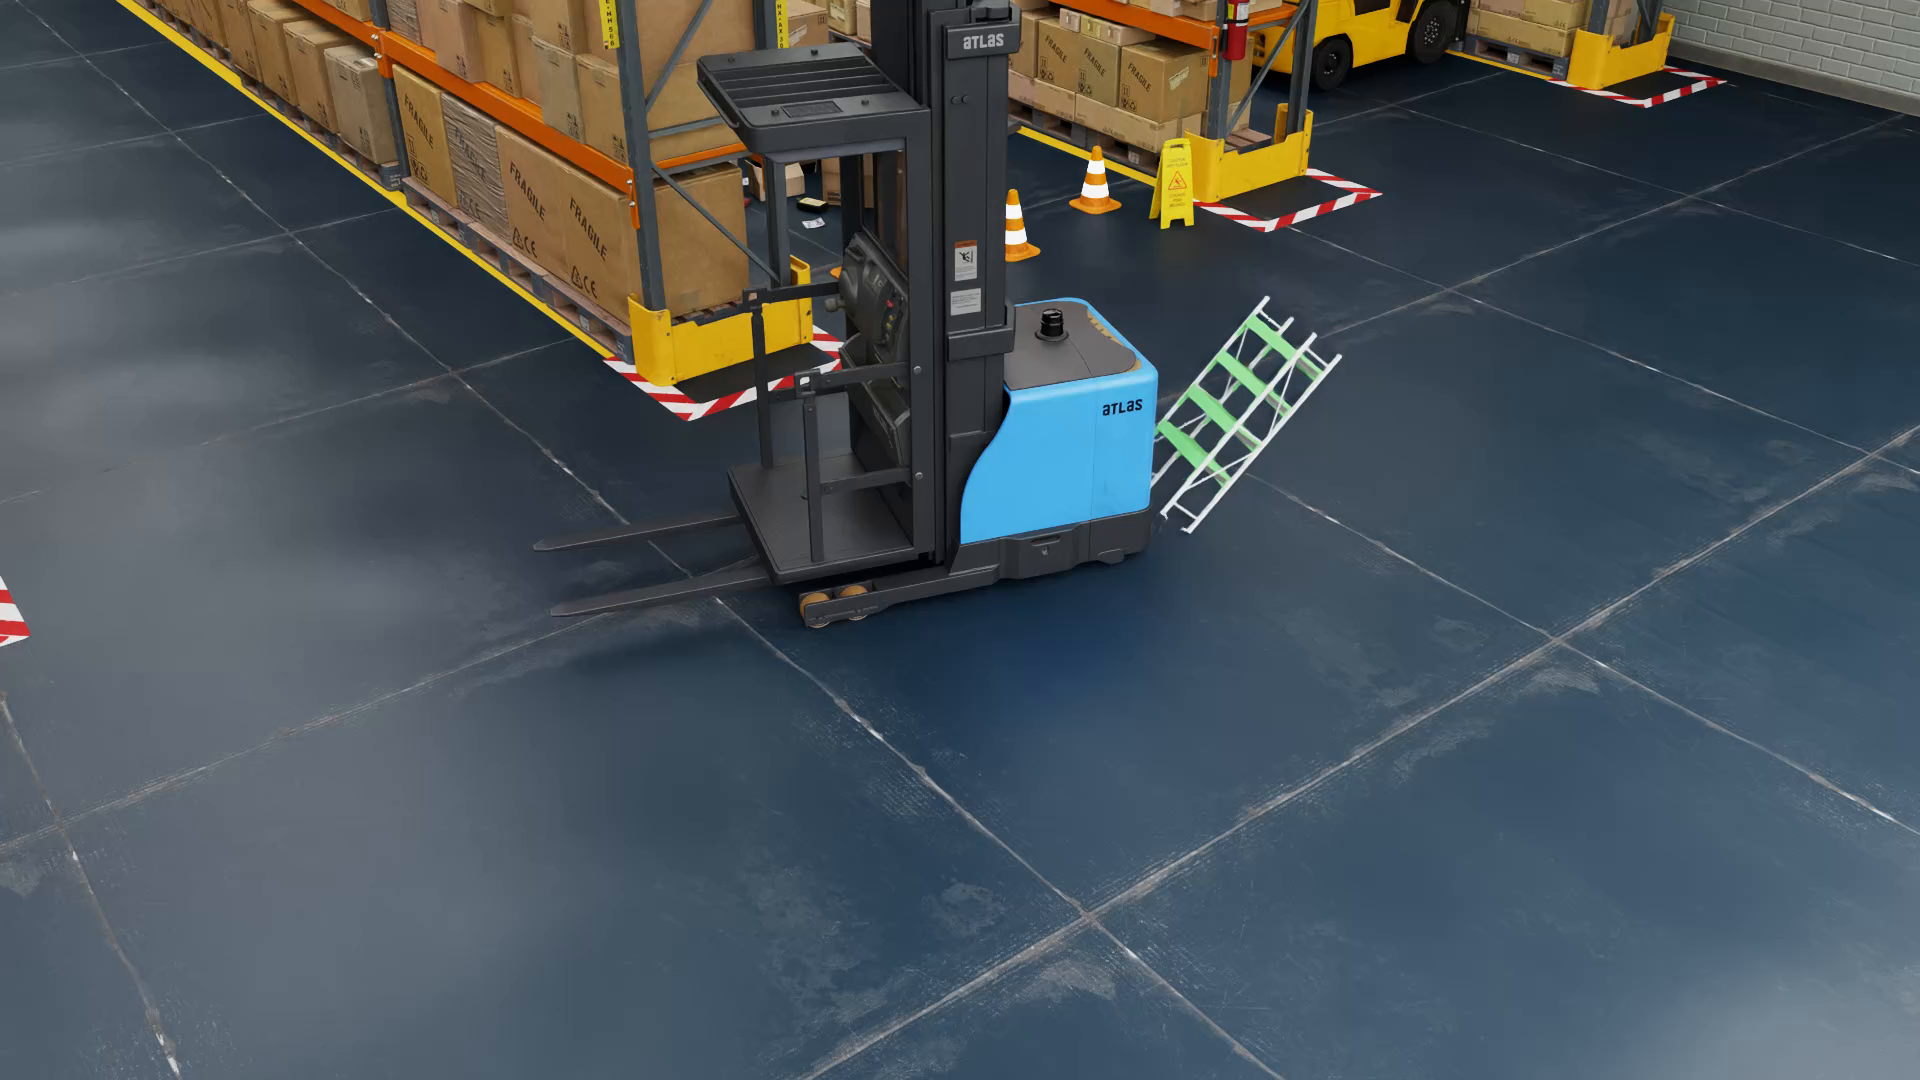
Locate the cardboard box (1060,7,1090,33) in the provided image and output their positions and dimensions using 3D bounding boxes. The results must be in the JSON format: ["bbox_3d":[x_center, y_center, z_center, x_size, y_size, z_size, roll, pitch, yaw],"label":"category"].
[{"bbox_3d":[1.048,-4.322,13.748,0.380,0.149,0.250,-21,37,-29],"label":"cardboard box"}]

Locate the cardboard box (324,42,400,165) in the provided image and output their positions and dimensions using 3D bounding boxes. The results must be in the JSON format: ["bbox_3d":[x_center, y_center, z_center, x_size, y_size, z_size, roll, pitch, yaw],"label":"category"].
[{"bbox_3d":[-4.418,-3.596,13.431,1.050,0.750,0.750,-22,38,-32],"label":"cardboard box"}]

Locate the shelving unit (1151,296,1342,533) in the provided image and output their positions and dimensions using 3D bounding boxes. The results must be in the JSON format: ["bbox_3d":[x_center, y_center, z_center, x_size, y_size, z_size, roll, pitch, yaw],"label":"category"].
[{"bbox_3d":[1.417,-0.664,8.785,0.258,1.200,0.503,31,15,-35],"label":"shelving unit"}]

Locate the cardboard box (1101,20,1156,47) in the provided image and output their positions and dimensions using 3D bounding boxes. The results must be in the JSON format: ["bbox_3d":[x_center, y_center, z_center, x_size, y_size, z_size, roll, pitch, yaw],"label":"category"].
[{"bbox_3d":[1.360,-4.106,13.400,0.380,0.149,0.250,-21,38,-30],"label":"cardboard box"}]

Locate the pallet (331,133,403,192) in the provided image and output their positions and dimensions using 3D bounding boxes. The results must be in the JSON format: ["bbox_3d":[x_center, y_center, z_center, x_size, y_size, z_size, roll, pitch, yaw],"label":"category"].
[{"bbox_3d":[-4.499,-3.256,13.793,1.003,0.211,1.213,-22,38,-31],"label":"pallet"}]

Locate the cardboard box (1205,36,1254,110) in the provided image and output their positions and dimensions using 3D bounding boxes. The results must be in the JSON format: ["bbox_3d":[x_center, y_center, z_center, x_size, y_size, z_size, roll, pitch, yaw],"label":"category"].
[{"bbox_3d":[2.044,-3.885,13.659,0.500,0.500,0.500,-24,39,-33],"label":"cardboard box"}]

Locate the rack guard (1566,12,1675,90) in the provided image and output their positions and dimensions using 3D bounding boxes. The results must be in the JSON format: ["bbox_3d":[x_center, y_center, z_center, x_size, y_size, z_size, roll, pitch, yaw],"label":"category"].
[{"bbox_3d":[6.268,-4.656,15.773,1.175,0.500,0.348,-22,38,-31],"label":"rack guard"}]

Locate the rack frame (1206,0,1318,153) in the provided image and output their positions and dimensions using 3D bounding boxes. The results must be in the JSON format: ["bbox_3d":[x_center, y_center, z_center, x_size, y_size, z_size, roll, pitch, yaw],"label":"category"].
[{"bbox_3d":[2.335,-4.120,12.541,1.000,3.000,0.127,-22,38,-31],"label":"rack frame"}]

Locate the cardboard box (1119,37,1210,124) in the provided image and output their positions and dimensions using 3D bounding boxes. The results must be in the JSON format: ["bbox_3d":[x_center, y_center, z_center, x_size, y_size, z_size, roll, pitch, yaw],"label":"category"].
[{"bbox_3d":[1.638,-3.699,13.360,0.500,0.500,0.500,-22,38,-31],"label":"cardboard box"}]

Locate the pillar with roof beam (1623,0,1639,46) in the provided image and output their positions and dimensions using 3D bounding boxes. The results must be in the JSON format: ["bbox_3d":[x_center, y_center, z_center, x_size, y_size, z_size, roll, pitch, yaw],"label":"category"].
[{"bbox_3d":[3.138,-7.465,12.241,9.100,9.000,0.400,-22,38,-31],"label":"pillar with roof beam"}]

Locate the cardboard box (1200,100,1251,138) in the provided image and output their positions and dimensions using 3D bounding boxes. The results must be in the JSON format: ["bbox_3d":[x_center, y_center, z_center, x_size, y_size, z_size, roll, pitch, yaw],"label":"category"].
[{"bbox_3d":[2.059,-3.556,13.841,0.500,0.250,0.500,-23,38,-32],"label":"cardboard box"}]

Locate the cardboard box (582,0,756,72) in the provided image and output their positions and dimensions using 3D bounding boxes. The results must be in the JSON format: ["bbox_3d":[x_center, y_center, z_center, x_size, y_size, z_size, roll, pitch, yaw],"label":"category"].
[{"bbox_3d":[-1.710,-3.166,9.839,0.875,0.550,0.550,-22,38,-31],"label":"cardboard box"}]

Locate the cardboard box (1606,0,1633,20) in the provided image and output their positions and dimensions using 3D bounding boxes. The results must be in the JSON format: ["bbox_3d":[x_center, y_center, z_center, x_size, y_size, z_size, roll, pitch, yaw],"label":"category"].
[{"bbox_3d":[6.129,-5.214,16.036,0.500,0.250,0.500,-21,38,-31],"label":"cardboard box"}]

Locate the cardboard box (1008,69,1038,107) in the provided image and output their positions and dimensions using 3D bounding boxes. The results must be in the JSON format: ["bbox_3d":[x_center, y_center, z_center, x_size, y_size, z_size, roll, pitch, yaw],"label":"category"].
[{"bbox_3d":[0.694,-4.025,14.596,0.500,0.250,0.500,-23,38,-32],"label":"cardboard box"}]

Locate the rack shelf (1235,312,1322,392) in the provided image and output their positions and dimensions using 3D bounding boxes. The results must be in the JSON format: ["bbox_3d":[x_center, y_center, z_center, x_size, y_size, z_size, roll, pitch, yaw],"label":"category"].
[{"bbox_3d":[1.676,-0.978,8.698,0.258,0.148,0.480,31,15,-35],"label":"rack shelf"}]

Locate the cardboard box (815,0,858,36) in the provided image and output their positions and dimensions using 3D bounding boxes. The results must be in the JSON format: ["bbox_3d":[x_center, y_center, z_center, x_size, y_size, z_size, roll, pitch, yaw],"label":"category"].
[{"bbox_3d":[-0.885,-5.366,16.639,0.950,0.372,0.625,-20,37,-29],"label":"cardboard box"}]

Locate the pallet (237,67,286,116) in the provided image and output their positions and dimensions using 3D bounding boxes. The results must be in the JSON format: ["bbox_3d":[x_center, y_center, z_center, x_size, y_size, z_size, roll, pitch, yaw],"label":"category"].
[{"bbox_3d":[-5.995,-4.273,15.430,1.003,0.211,1.213,-22,38,-31],"label":"pallet"}]

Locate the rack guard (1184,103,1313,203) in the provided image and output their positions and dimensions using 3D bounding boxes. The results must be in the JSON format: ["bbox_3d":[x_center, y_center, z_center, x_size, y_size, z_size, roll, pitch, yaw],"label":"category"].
[{"bbox_3d":[2.288,-3.090,13.251,1.175,0.500,0.348,-22,38,-31],"label":"rack guard"}]

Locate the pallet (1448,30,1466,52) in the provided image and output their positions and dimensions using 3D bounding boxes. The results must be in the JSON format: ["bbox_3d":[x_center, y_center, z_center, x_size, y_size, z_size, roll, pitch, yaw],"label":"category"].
[{"bbox_3d":[5.008,-5.357,17.174,1.003,0.211,1.213,-22,38,-31],"label":"pallet"}]

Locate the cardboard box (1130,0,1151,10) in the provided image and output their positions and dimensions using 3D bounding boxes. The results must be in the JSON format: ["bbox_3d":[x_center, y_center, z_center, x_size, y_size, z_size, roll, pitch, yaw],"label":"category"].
[{"bbox_3d":[1.553,-4.284,13.042,0.380,0.149,0.250,-23,39,-32],"label":"cardboard box"}]

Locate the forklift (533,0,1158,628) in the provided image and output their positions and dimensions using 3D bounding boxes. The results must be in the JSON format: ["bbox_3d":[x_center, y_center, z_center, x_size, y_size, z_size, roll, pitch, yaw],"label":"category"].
[{"bbox_3d":[-0.593,-1.134,7.798,3.031,2.935,1.130,-11,33,-17],"label":"forklift"}]

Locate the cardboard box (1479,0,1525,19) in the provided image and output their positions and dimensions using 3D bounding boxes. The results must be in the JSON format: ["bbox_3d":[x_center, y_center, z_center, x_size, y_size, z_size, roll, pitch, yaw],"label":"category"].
[{"bbox_3d":[5.409,-5.265,16.118,0.500,0.250,0.500,-23,38,-32],"label":"cardboard box"}]

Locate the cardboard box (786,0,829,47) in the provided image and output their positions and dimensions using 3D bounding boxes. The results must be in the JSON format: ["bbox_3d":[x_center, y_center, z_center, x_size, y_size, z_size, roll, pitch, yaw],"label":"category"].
[{"bbox_3d":[-1.506,-4.459,14.737,0.500,0.500,0.500,-22,38,-31],"label":"cardboard box"}]

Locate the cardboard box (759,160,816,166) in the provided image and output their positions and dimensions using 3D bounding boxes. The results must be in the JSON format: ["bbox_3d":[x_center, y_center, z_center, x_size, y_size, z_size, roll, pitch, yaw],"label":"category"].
[{"bbox_3d":[-1.322,-3.417,13.647,0.797,0.637,0.503,-22,38,-31],"label":"cardboard box"}]

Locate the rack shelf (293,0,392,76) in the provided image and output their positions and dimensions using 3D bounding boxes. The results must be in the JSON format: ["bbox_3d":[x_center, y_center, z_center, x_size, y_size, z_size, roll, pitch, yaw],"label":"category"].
[{"bbox_3d":[-5.193,-4.672,14.111,1.077,0.370,4.000,-22,38,-31],"label":"rack shelf"}]

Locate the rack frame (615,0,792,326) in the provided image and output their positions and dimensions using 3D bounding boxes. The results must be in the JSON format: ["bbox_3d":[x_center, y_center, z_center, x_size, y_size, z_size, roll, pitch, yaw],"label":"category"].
[{"bbox_3d":[-1.513,-2.477,9.895,1.000,3.000,0.127,-22,38,-31],"label":"rack frame"}]

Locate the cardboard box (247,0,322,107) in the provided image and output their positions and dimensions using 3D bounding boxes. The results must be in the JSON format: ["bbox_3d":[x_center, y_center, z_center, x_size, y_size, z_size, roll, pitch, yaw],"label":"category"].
[{"bbox_3d":[-5.578,-4.387,14.705,1.050,0.750,0.750,-22,38,-31],"label":"cardboard box"}]

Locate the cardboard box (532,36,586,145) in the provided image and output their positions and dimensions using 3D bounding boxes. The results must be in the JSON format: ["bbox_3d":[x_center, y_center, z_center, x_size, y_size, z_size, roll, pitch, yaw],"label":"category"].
[{"bbox_3d":[-2.131,-2.903,10.438,0.875,0.550,0.550,-22,38,-31],"label":"cardboard box"}]

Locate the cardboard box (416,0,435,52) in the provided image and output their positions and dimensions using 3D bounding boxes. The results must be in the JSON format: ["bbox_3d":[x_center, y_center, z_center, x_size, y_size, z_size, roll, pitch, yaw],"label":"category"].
[{"bbox_3d":[-3.375,-3.836,11.941,0.875,0.550,0.550,-22,38,-31],"label":"cardboard box"}]

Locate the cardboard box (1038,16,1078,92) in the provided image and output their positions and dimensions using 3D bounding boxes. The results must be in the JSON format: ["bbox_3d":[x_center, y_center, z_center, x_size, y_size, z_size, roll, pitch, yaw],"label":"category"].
[{"bbox_3d":[1.011,-4.128,14.050,0.500,0.500,0.500,-23,39,-32],"label":"cardboard box"}]

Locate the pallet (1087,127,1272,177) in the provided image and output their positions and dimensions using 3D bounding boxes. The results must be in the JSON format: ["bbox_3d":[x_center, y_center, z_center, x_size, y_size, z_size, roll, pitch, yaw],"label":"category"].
[{"bbox_3d":[1.818,-3.317,13.891,1.003,0.211,1.213,-22,38,-31],"label":"pallet"}]

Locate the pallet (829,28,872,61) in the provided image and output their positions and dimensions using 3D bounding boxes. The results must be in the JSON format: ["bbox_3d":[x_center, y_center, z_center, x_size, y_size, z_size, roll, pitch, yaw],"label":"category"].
[{"bbox_3d":[-0.597,-4.927,16.482,1.003,0.211,1.213,-22,38,-31],"label":"pallet"}]

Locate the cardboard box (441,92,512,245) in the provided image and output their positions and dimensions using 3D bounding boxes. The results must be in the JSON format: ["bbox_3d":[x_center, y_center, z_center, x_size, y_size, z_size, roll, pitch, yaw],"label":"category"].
[{"bbox_3d":[-3.080,-2.760,11.967,0.875,0.875,0.875,-22,38,-31],"label":"cardboard box"}]

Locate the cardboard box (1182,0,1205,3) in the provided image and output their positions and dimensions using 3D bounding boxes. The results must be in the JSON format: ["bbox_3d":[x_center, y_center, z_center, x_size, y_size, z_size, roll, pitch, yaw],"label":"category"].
[{"bbox_3d":[1.784,-4.426,12.657,0.500,0.500,0.500,-23,39,-32],"label":"cardboard box"}]

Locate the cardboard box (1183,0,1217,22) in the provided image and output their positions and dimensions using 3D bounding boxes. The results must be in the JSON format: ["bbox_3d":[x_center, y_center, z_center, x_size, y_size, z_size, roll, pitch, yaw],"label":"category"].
[{"bbox_3d":[1.937,-4.100,12.747,0.380,0.149,0.250,-21,37,-30],"label":"cardboard box"}]

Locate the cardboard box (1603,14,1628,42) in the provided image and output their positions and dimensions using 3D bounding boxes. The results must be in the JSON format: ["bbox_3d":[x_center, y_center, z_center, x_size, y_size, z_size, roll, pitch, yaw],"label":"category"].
[{"bbox_3d":[6.107,-5.006,16.175,0.500,0.250,0.500,-22,38,-31],"label":"cardboard box"}]

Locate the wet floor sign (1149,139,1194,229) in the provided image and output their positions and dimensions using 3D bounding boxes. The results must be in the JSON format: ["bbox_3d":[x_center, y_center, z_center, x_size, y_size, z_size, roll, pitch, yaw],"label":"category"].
[{"bbox_3d":[1.606,-2.695,12.477,0.267,0.644,0.232,-10,33,-15],"label":"wet floor sign"}]

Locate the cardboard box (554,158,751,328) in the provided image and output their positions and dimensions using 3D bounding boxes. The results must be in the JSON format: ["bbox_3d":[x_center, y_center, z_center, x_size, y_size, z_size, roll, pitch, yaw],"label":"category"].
[{"bbox_3d":[-1.981,-2.014,10.765,0.875,0.875,0.875,-22,38,-31],"label":"cardboard box"}]

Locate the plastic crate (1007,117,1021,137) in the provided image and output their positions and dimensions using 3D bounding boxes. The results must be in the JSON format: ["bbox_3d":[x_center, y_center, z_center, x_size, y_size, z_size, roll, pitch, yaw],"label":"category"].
[{"bbox_3d":[0.197,-3.627,14.515,0.583,0.080,0.402,18,36,27],"label":"plastic crate"}]

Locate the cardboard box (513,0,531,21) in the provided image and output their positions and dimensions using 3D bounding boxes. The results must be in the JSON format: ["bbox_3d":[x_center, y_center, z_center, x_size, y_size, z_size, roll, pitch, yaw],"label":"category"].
[{"bbox_3d":[-2.356,-3.643,10.607,0.875,0.550,0.550,-22,38,-31],"label":"cardboard box"}]

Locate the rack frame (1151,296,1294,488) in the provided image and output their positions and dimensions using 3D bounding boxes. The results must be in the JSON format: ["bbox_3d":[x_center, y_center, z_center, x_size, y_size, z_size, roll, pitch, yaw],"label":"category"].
[{"bbox_3d":[1.333,-0.786,8.979,0.240,1.200,0.015,31,15,-35],"label":"rack frame"}]

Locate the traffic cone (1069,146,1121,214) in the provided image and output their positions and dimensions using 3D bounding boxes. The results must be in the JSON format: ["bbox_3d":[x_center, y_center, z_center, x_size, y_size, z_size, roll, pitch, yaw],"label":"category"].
[{"bbox_3d":[1.052,-2.804,12.827,0.336,0.463,0.334,-22,38,-31],"label":"traffic cone"}]

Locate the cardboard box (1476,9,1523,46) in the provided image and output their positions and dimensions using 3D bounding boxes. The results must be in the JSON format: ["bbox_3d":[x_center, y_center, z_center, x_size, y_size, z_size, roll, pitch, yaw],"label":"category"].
[{"bbox_3d":[5.418,-5.042,16.233,0.500,0.250,0.500,-22,38,-31],"label":"cardboard box"}]

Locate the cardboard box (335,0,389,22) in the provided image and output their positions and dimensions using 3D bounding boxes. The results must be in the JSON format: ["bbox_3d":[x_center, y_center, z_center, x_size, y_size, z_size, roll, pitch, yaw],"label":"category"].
[{"bbox_3d":[-4.497,-4.317,12.763,0.500,0.500,0.500,-23,38,-32],"label":"cardboard box"}]

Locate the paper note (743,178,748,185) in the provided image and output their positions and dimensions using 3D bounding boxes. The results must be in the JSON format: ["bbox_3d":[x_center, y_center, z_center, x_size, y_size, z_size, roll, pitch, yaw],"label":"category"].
[{"bbox_3d":[-1.688,-2.905,13.406,0.172,0.023,0.155,-10,33,-15],"label":"paper note"}]

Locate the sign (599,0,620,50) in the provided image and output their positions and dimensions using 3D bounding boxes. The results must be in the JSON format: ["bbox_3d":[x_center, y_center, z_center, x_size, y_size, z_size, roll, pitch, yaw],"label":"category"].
[{"bbox_3d":[-1.950,-2.899,9.253,0.100,0.325,0.005,-22,38,-31],"label":"sign"}]

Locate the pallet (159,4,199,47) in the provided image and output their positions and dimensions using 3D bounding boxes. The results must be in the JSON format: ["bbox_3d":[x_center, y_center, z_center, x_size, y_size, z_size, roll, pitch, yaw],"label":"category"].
[{"bbox_3d":[-7.641,-5.460,17.342,1.003,0.211,1.213,-22,38,-31],"label":"pallet"}]

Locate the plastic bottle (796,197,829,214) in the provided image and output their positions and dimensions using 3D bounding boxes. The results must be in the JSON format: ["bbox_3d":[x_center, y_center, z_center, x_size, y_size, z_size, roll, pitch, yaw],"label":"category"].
[{"bbox_3d":[-1.167,-2.595,12.870,0.283,0.061,0.133,18,36,27],"label":"plastic bottle"}]

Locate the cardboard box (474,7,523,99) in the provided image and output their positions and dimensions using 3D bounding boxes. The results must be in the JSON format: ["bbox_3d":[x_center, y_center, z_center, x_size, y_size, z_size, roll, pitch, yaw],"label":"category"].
[{"bbox_3d":[-2.733,-3.384,11.213,0.875,0.550,0.500,-22,38,-31],"label":"cardboard box"}]

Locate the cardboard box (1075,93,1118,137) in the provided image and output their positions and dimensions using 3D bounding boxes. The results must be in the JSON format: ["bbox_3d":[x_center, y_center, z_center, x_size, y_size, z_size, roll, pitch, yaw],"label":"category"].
[{"bbox_3d":[1.315,-3.599,13.910,0.500,0.250,0.500,-22,38,-31],"label":"cardboard box"}]

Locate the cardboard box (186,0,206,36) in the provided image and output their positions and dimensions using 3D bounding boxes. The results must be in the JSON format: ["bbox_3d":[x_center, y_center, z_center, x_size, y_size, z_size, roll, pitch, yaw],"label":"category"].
[{"bbox_3d":[-7.344,-5.335,16.467,0.500,0.500,0.500,-21,37,-30],"label":"cardboard box"}]

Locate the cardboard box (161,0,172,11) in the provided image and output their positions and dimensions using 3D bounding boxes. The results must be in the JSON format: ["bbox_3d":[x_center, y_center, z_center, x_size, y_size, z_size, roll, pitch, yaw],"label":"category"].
[{"bbox_3d":[-7.971,-5.767,17.163,0.500,0.500,0.500,-22,38,-31],"label":"cardboard box"}]

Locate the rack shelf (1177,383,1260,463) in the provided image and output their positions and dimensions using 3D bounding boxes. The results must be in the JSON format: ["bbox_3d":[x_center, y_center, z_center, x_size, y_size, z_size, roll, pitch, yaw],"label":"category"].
[{"bbox_3d":[1.377,-0.615,8.798,0.258,0.148,0.480,31,15,-35],"label":"rack shelf"}]

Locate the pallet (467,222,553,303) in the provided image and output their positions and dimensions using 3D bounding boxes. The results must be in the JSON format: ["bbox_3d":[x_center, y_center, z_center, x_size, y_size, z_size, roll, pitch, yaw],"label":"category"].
[{"bbox_3d":[-2.809,-2.108,11.944,1.003,0.211,1.213,-22,38,-31],"label":"pallet"}]

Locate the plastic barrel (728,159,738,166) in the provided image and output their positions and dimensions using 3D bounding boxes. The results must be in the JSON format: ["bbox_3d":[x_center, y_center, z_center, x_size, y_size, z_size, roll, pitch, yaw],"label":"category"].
[{"bbox_3d":[-2.059,-3.073,13.296,0.512,0.421,0.421,1,32,2],"label":"plastic barrel"}]
